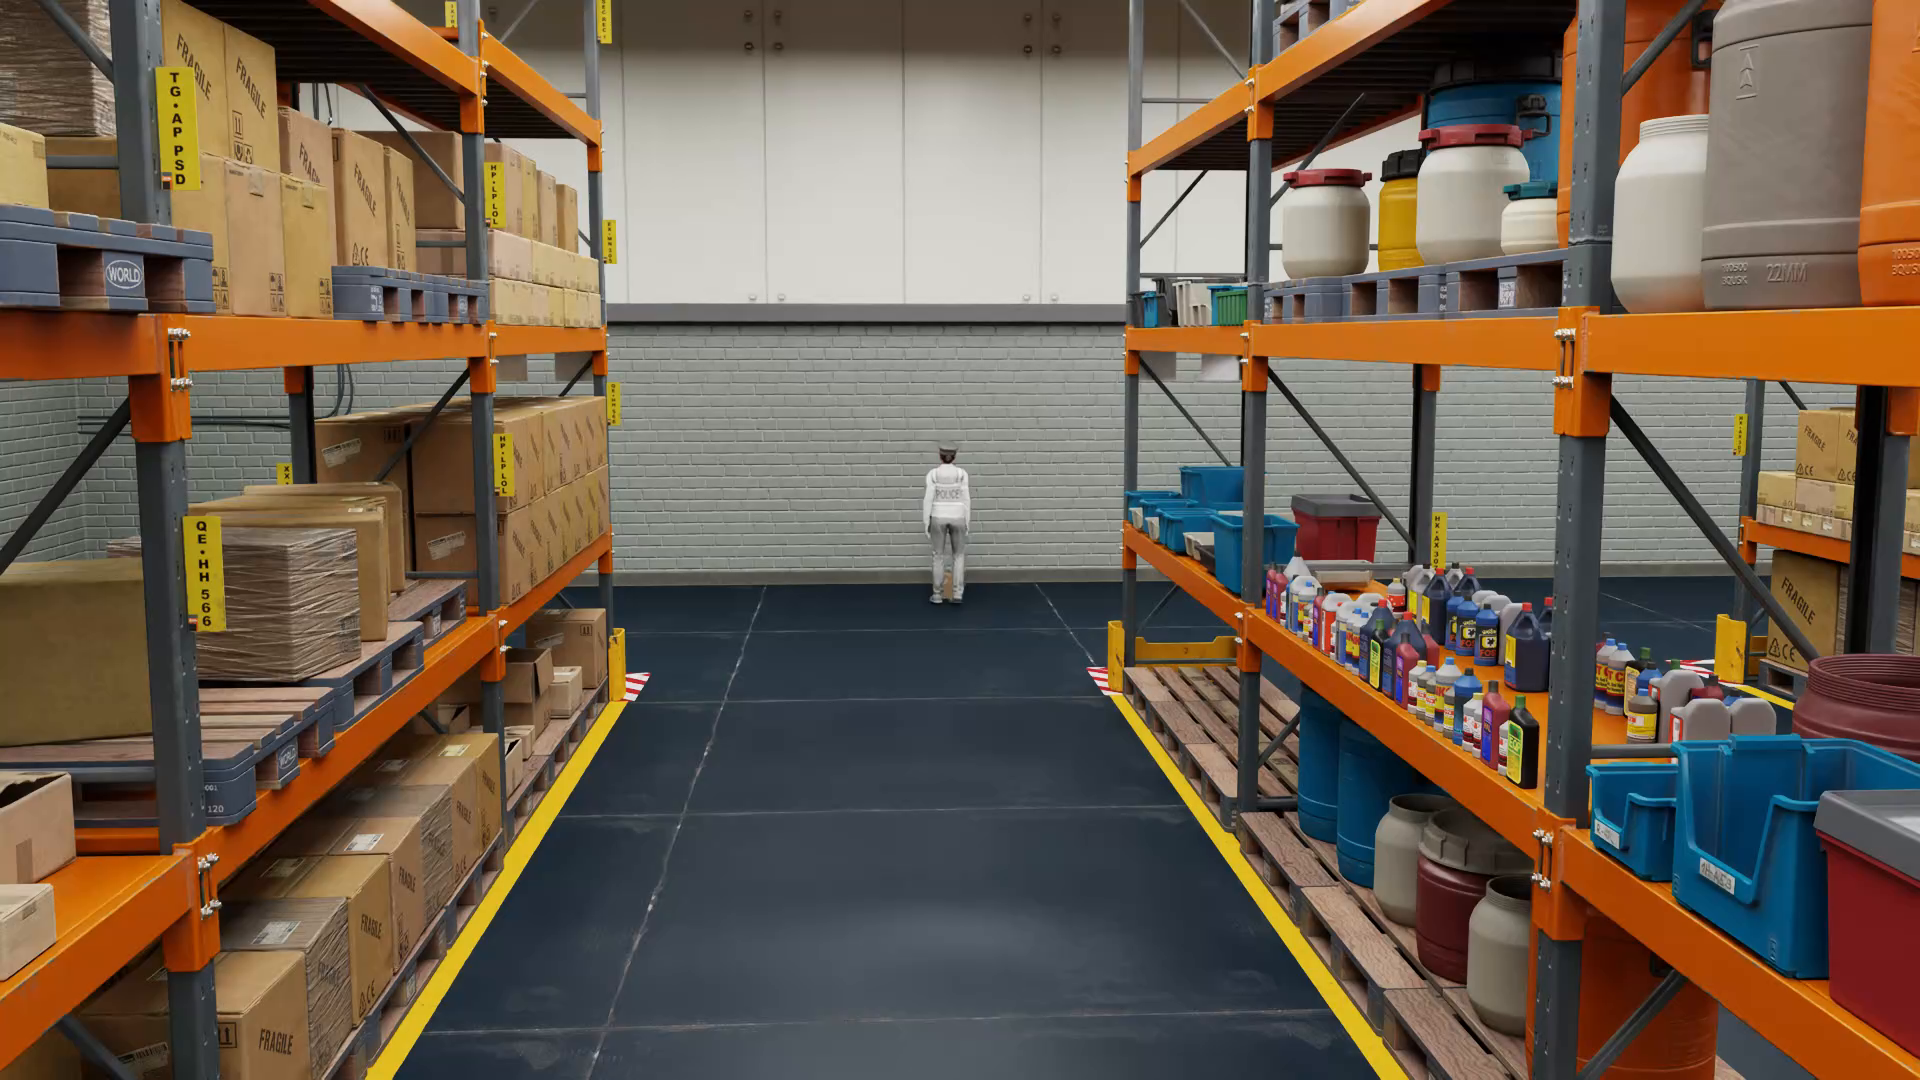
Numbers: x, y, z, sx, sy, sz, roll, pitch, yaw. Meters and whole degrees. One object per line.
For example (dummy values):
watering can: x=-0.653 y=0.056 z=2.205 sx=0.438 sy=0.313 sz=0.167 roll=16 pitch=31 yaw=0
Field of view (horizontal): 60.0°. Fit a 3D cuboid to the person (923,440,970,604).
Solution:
person: x=-0.128 y=-0.173 z=17.082 sx=0.464 sy=1.700 sz=0.392 roll=0 pitch=7 yaw=-3
